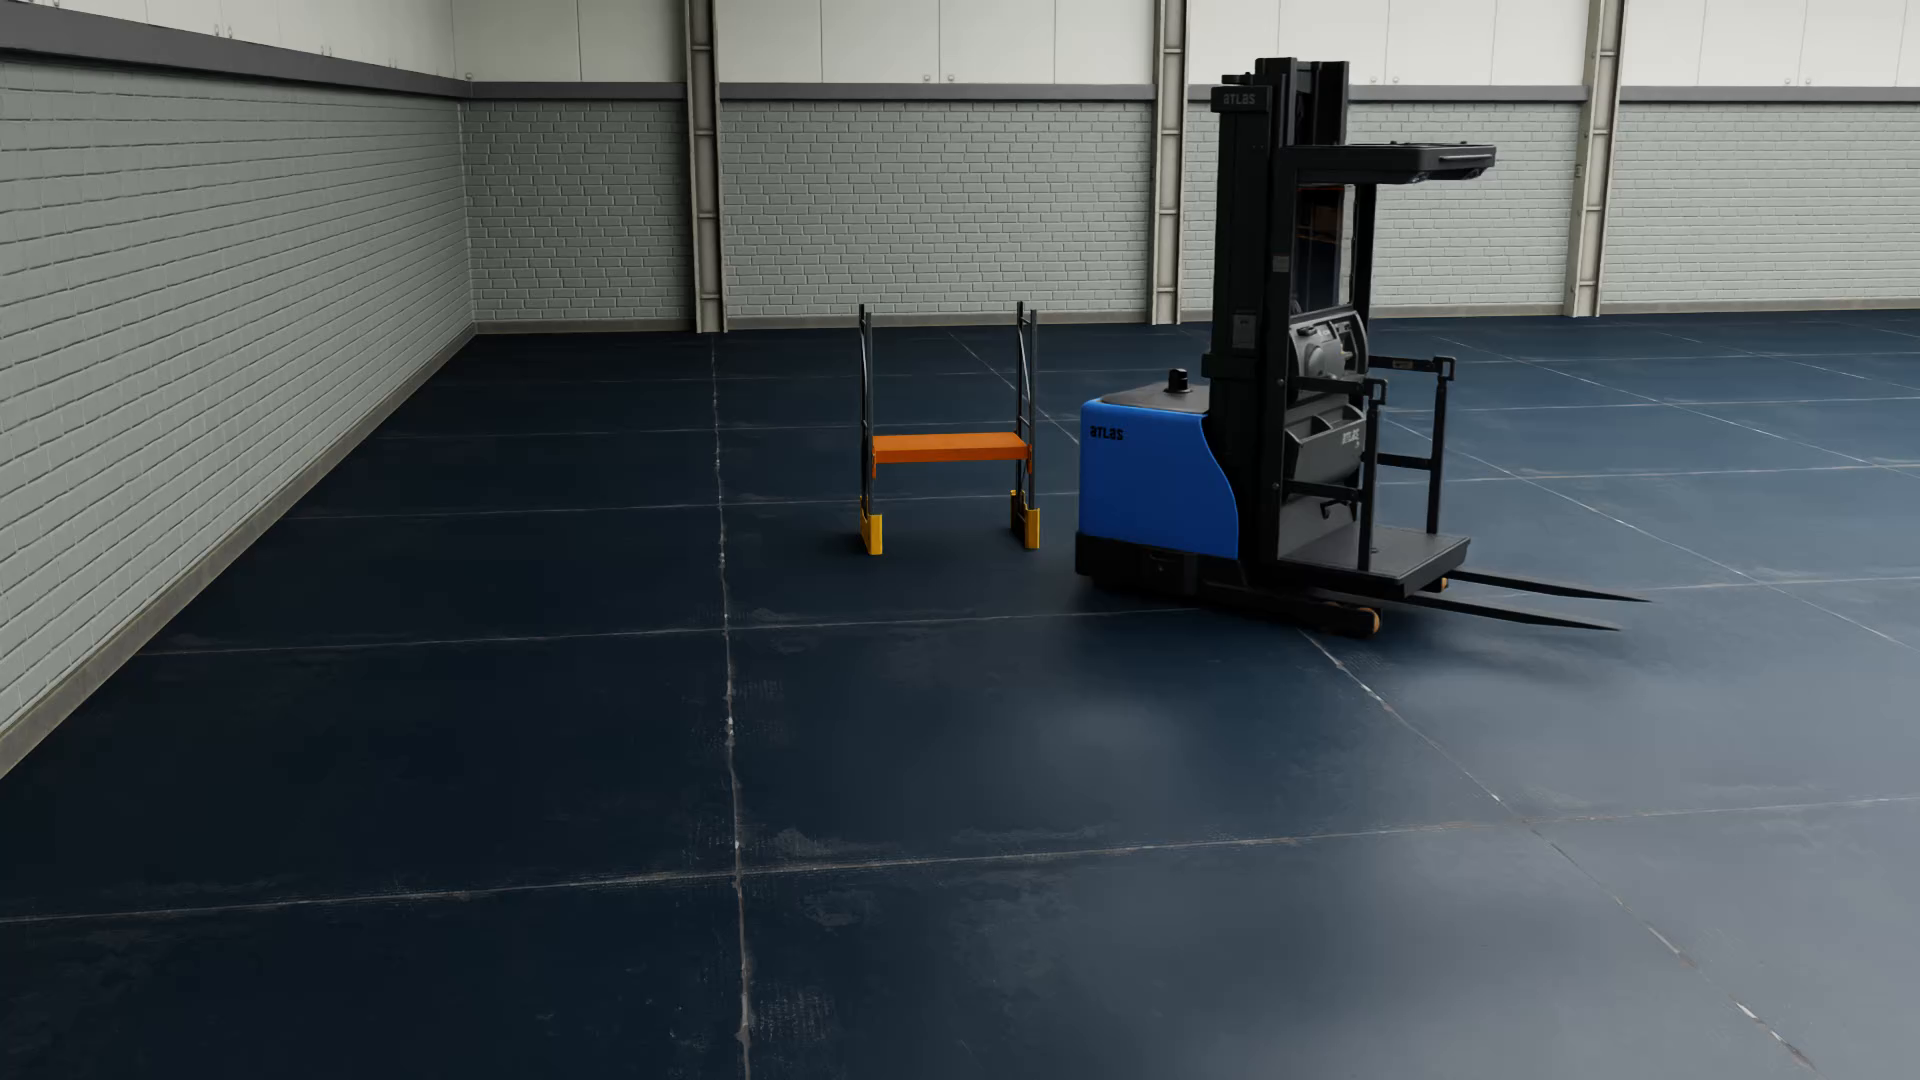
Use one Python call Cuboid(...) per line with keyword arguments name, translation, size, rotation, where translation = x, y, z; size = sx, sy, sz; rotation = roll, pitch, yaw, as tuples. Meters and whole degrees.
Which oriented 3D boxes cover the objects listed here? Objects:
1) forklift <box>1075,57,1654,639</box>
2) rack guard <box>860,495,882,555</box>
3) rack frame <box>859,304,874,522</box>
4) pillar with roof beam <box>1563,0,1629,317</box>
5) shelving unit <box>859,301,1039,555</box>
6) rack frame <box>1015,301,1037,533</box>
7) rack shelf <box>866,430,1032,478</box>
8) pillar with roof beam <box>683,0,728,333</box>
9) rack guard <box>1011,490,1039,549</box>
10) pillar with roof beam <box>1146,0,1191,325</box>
Cuboid(name="forklift", translation=(2.165, -1.051, 8.888), size=(3.031, 2.935, 1.130), rotation=(10, 17, 34))
Cuboid(name="rack guard", translation=(-0.568, -0.100, 10.608), size=(0.087, 0.250, 0.587), rotation=(-2, 14, -8))
Cuboid(name="rack frame", translation=(-0.587, -0.706, 10.454), size=(0.032, 1.500, 0.500), rotation=(-2, 14, -8))
Cuboid(name="pillar with roof beam", translation=(9.304, -6.462, 17.989), size=(0.400, 9.000, 9.100), rotation=(-2, 14, -8))
Cuboid(name="shelving unit", translation=(-0.075, -0.725, 10.528), size=(1.083, 1.500, 0.587), rotation=(-2, 14, -8))
Cuboid(name="rack frame", translation=(0.418, -0.743, 10.601), size=(0.032, 1.500, 0.500), rotation=(-2, 14, -8))
Cuboid(name="rack shelf", translation=(-0.084, -0.550, 10.571), size=(1.000, 0.185, 0.538), rotation=(-2, 14, -8))
Cuboid(name="pillar with roof beam", translation=(-2.562, -6.027, 16.255), size=(0.400, 9.000, 9.100), rotation=(-2, 14, -8))
Cuboid(name="rack guard", translation=(0.417, -0.137, 10.752), size=(0.087, 0.250, 0.587), rotation=(-2, 14, -8))
Cuboid(name="pillar with roof beam", translation=(3.371, -6.244, 17.122), size=(0.400, 9.000, 9.100), rotation=(-2, 14, -8))
